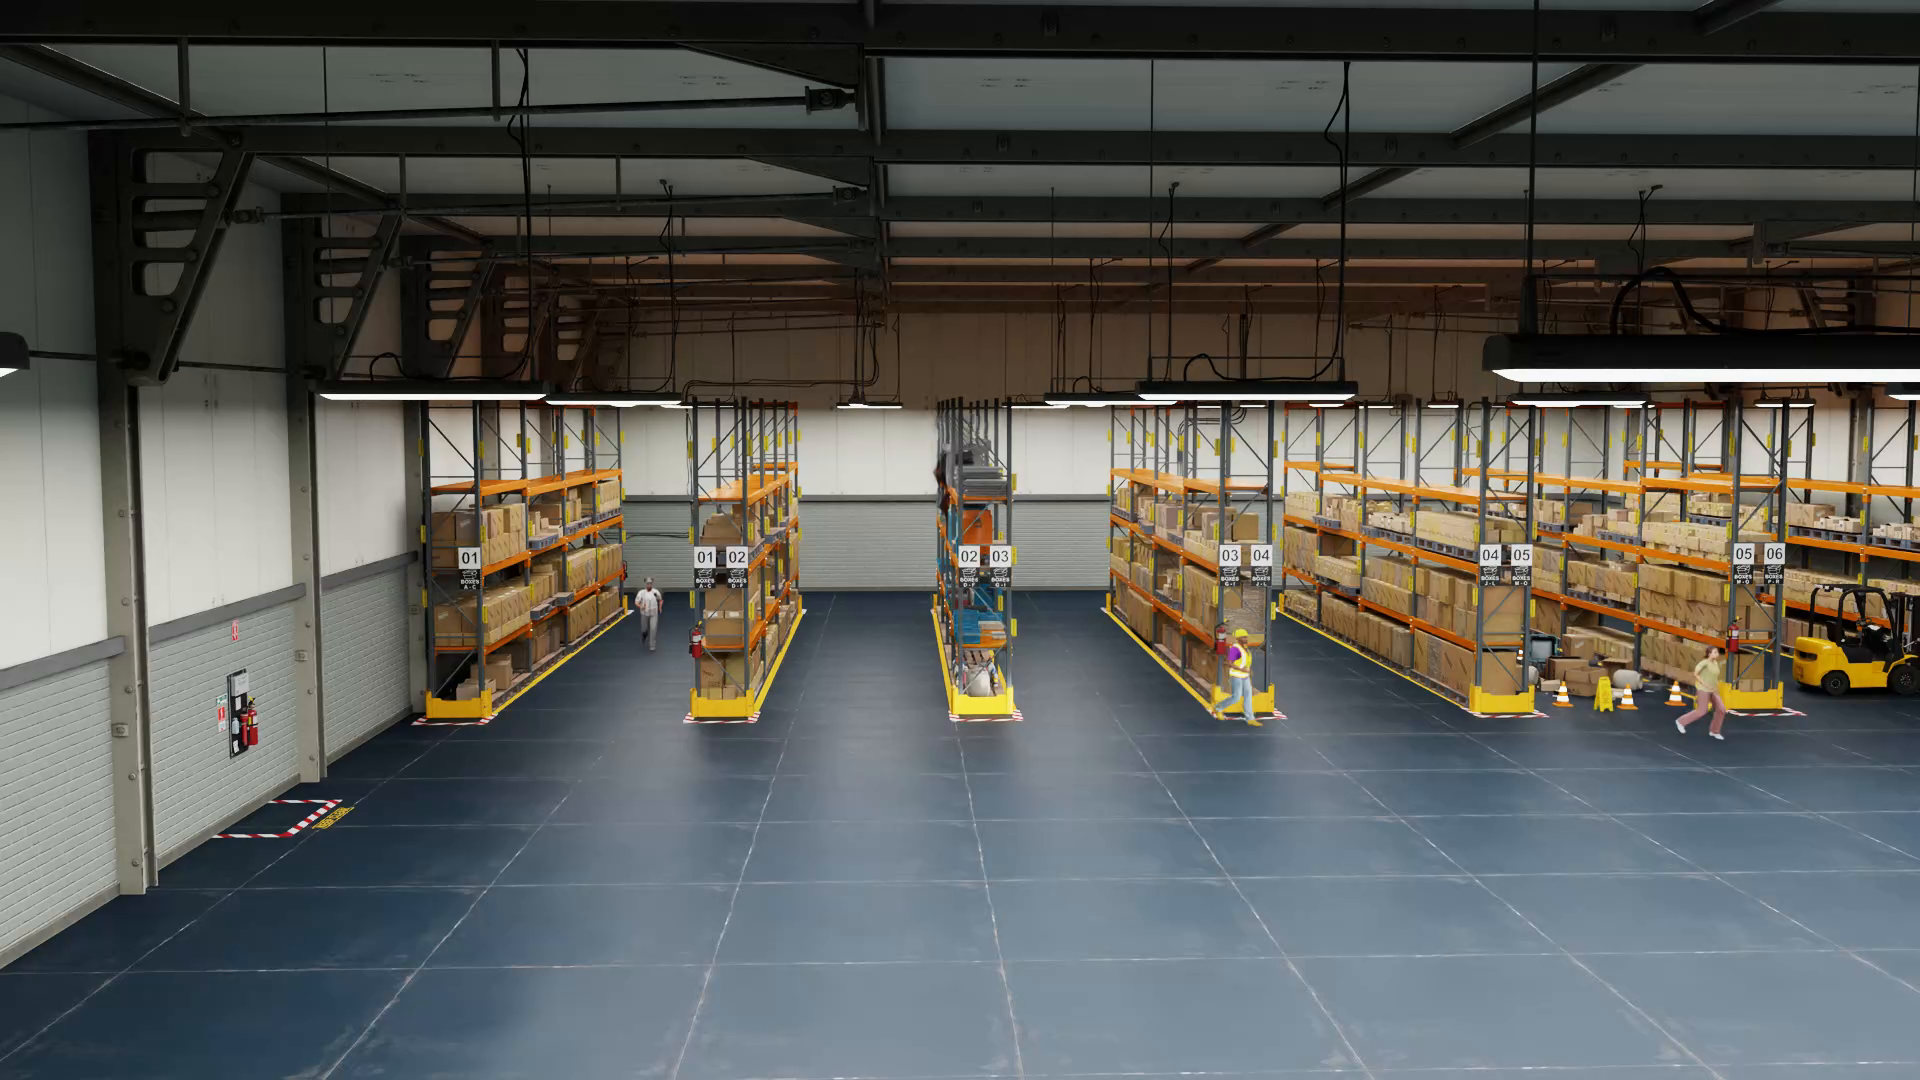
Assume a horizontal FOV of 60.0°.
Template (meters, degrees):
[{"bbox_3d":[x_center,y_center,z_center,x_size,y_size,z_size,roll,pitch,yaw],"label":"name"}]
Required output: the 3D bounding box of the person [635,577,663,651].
[{"bbox_3d":[-7.462,1.767,39.992,0.674,1.730,0.782,-1,5,-14],"label":"person"}]

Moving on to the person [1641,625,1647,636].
[{"bbox_3d":[17.393,1.584,42.125,0.724,1.794,0.952,-1,4,-8],"label":"person"}]

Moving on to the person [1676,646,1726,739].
[{"bbox_3d":[13.098,2.670,29.304,0.637,1.665,0.779,-4,6,-43],"label":"person"}]

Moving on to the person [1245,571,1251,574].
[{"bbox_3d":[8.074,1.307,46.556,0.553,1.647,0.875,0,4,0],"label":"person"}]

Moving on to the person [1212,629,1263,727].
[{"bbox_3d":[5.076,2.490,30.228,0.979,1.754,0.689,3,5,35],"label":"person"}]
